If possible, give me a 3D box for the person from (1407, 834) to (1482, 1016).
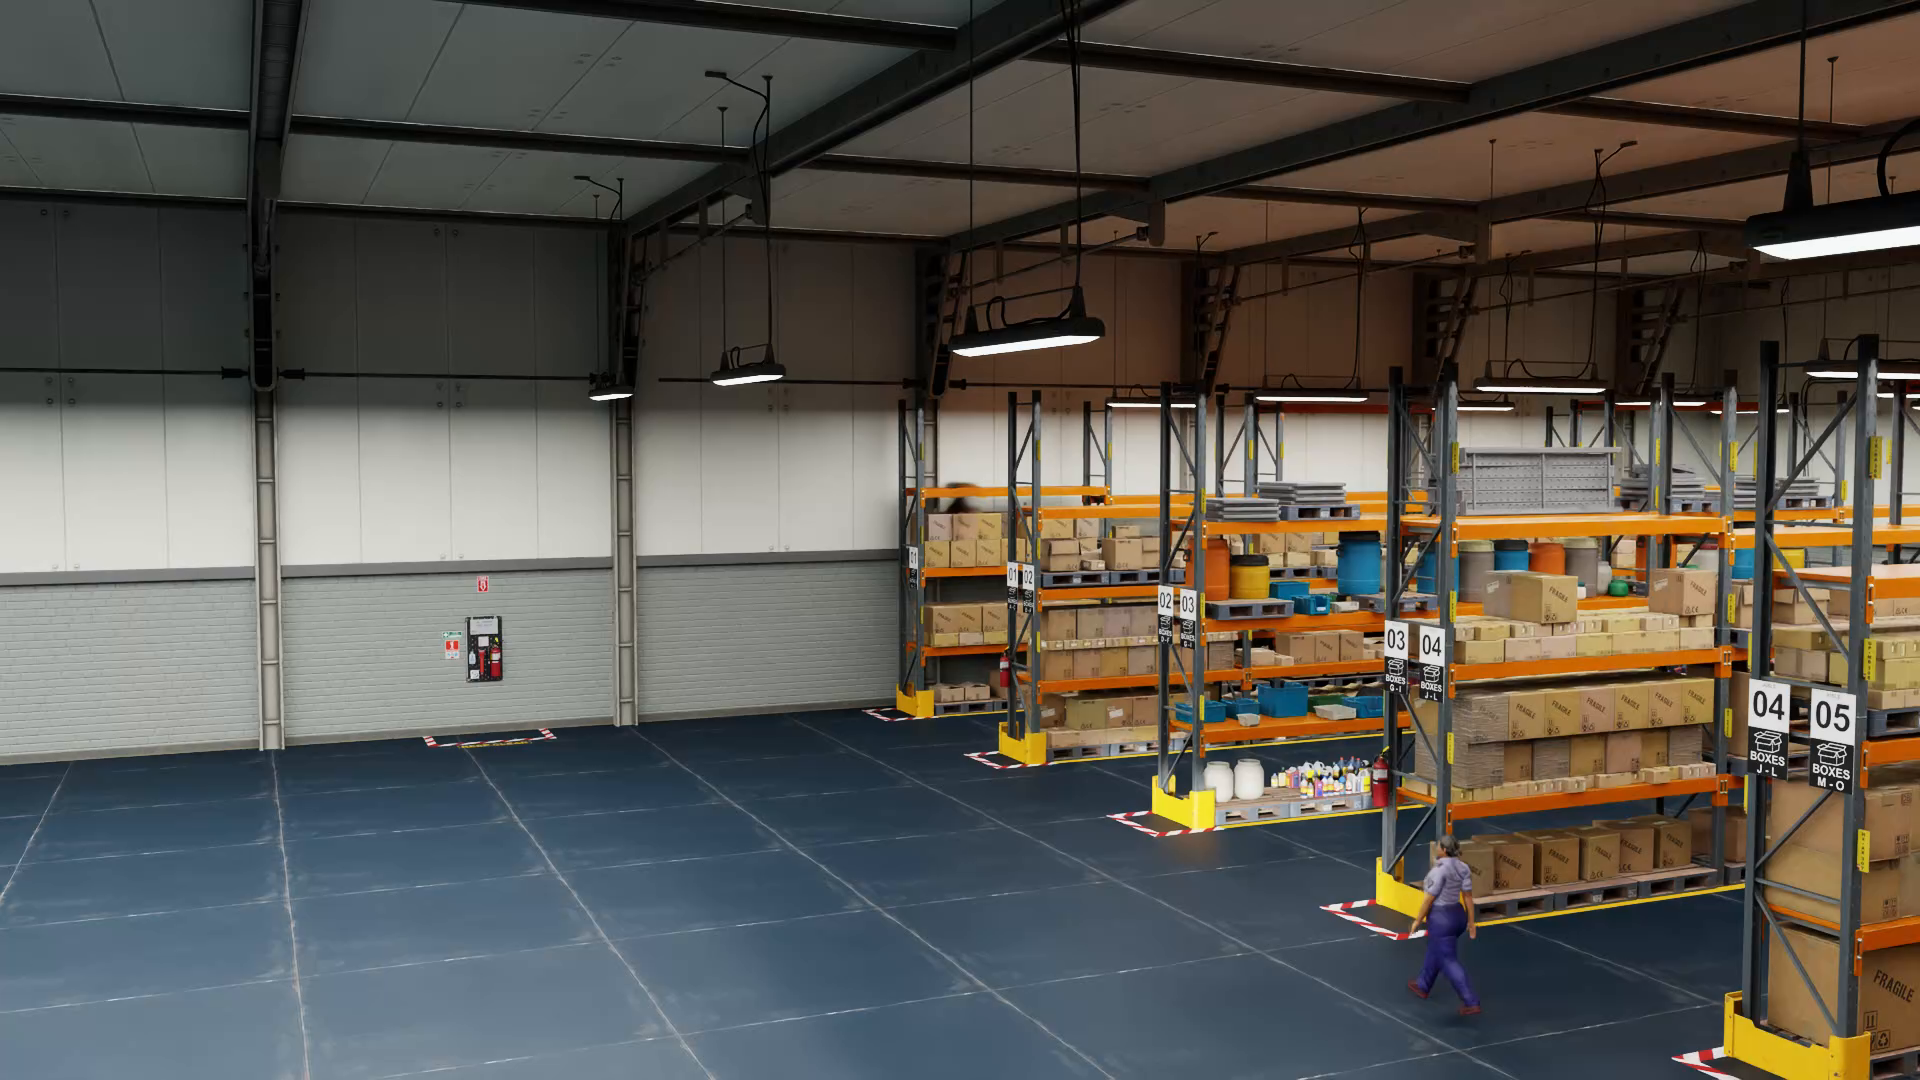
[{"bbox_3d":[4.400,3.468,15.142,0.501,1.602,1.004,-3,4,-39],"label":"person"}]
